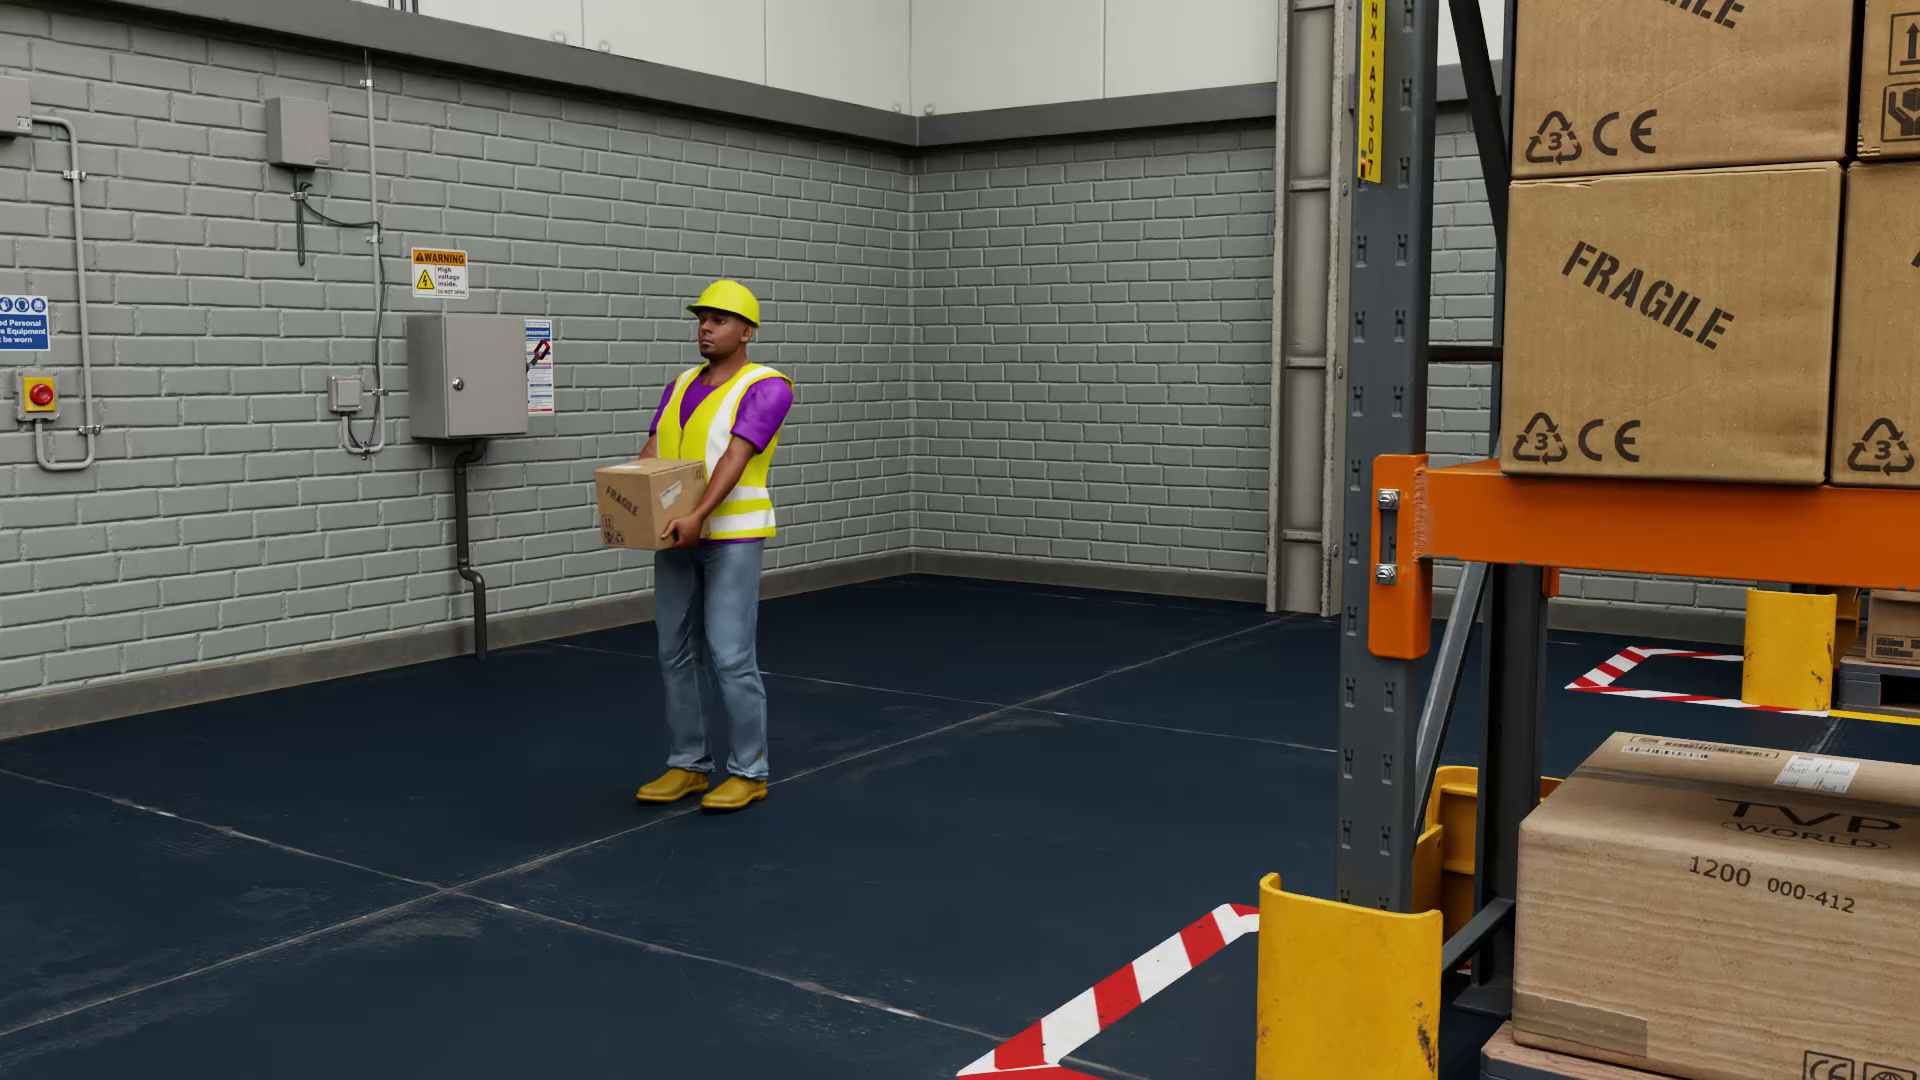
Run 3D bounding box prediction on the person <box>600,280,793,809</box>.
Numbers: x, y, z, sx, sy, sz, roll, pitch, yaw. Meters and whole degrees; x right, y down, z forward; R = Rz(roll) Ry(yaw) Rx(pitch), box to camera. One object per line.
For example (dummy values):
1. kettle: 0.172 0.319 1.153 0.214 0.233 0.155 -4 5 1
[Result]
1. person: -0.876 0.017 5.549 0.503 1.760 0.577 4 8 34
